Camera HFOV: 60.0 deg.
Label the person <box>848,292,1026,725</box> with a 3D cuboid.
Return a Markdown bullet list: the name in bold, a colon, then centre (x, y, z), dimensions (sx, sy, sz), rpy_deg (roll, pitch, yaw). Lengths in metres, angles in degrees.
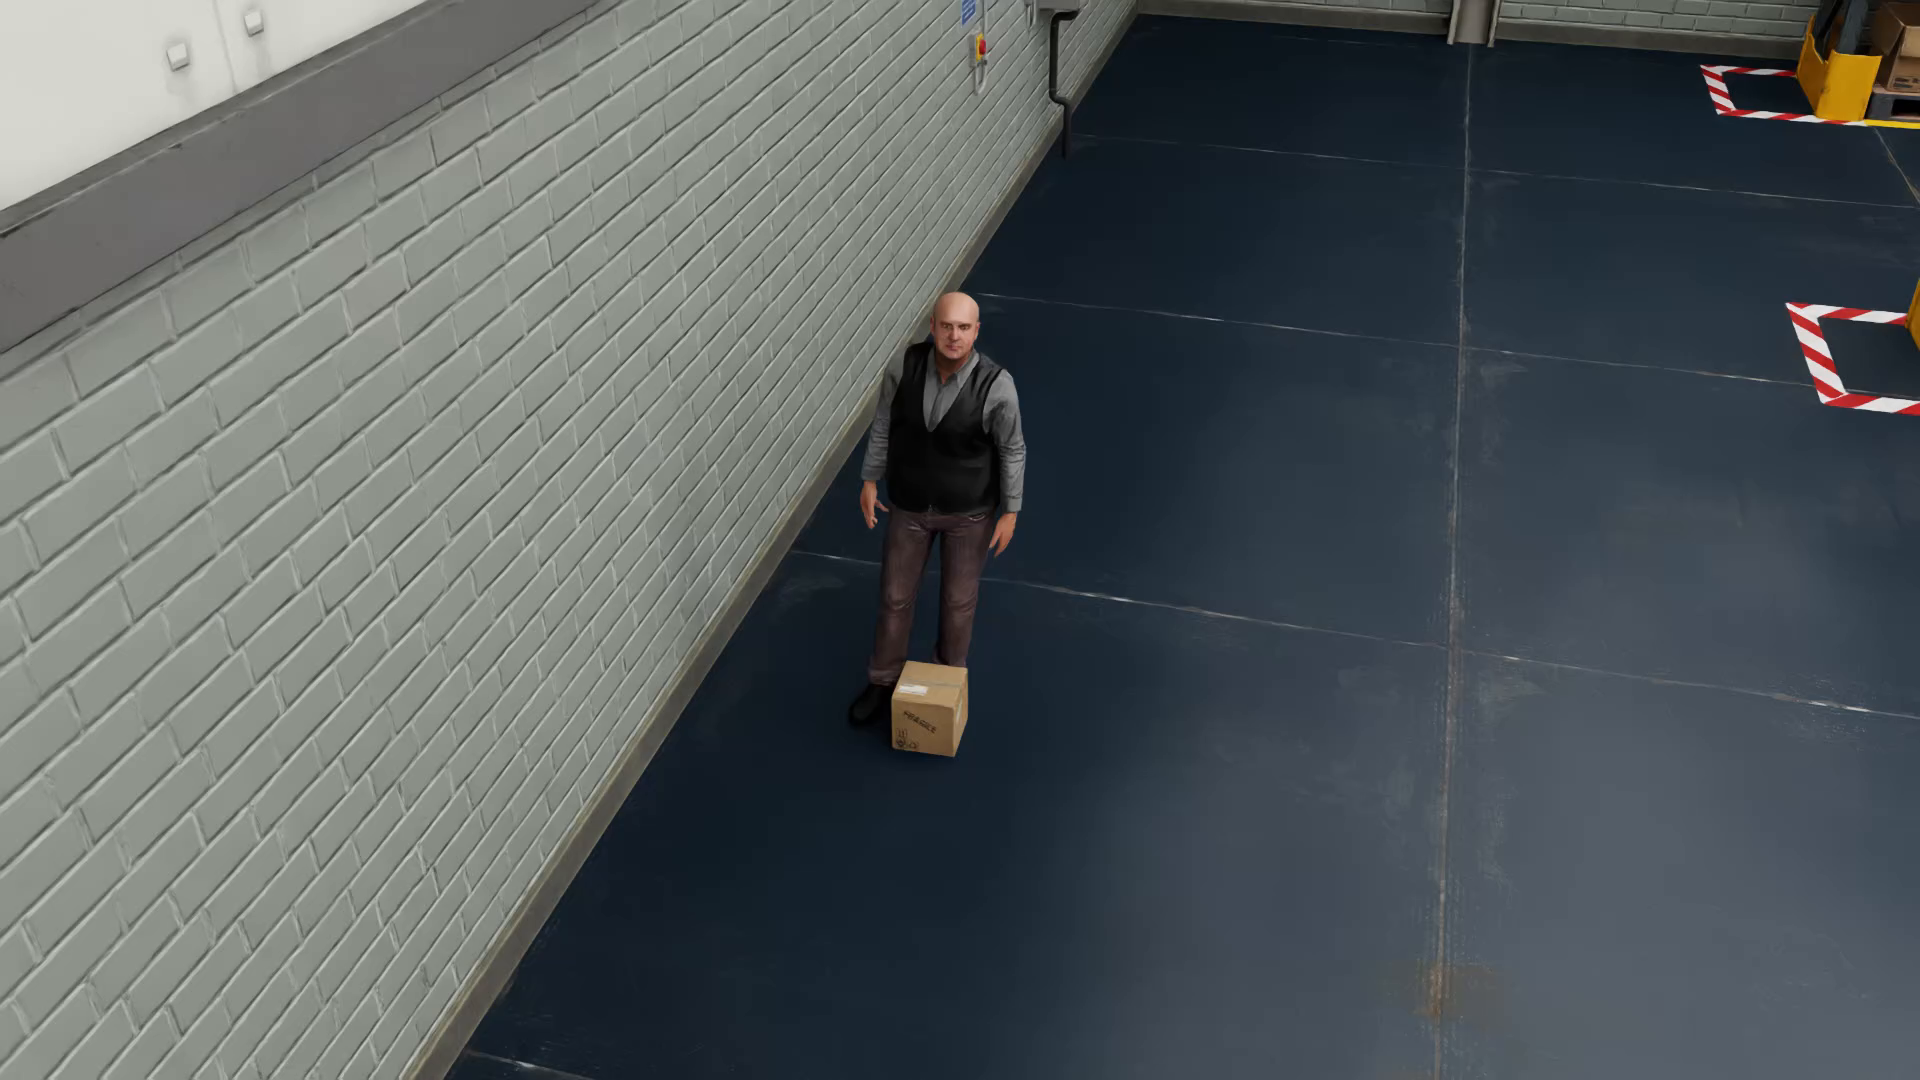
- **person**: centre (-0.091, -0.087, 6.282), dimensions (0.632, 1.720, 0.552), rpy_deg (8, 33, 12)
